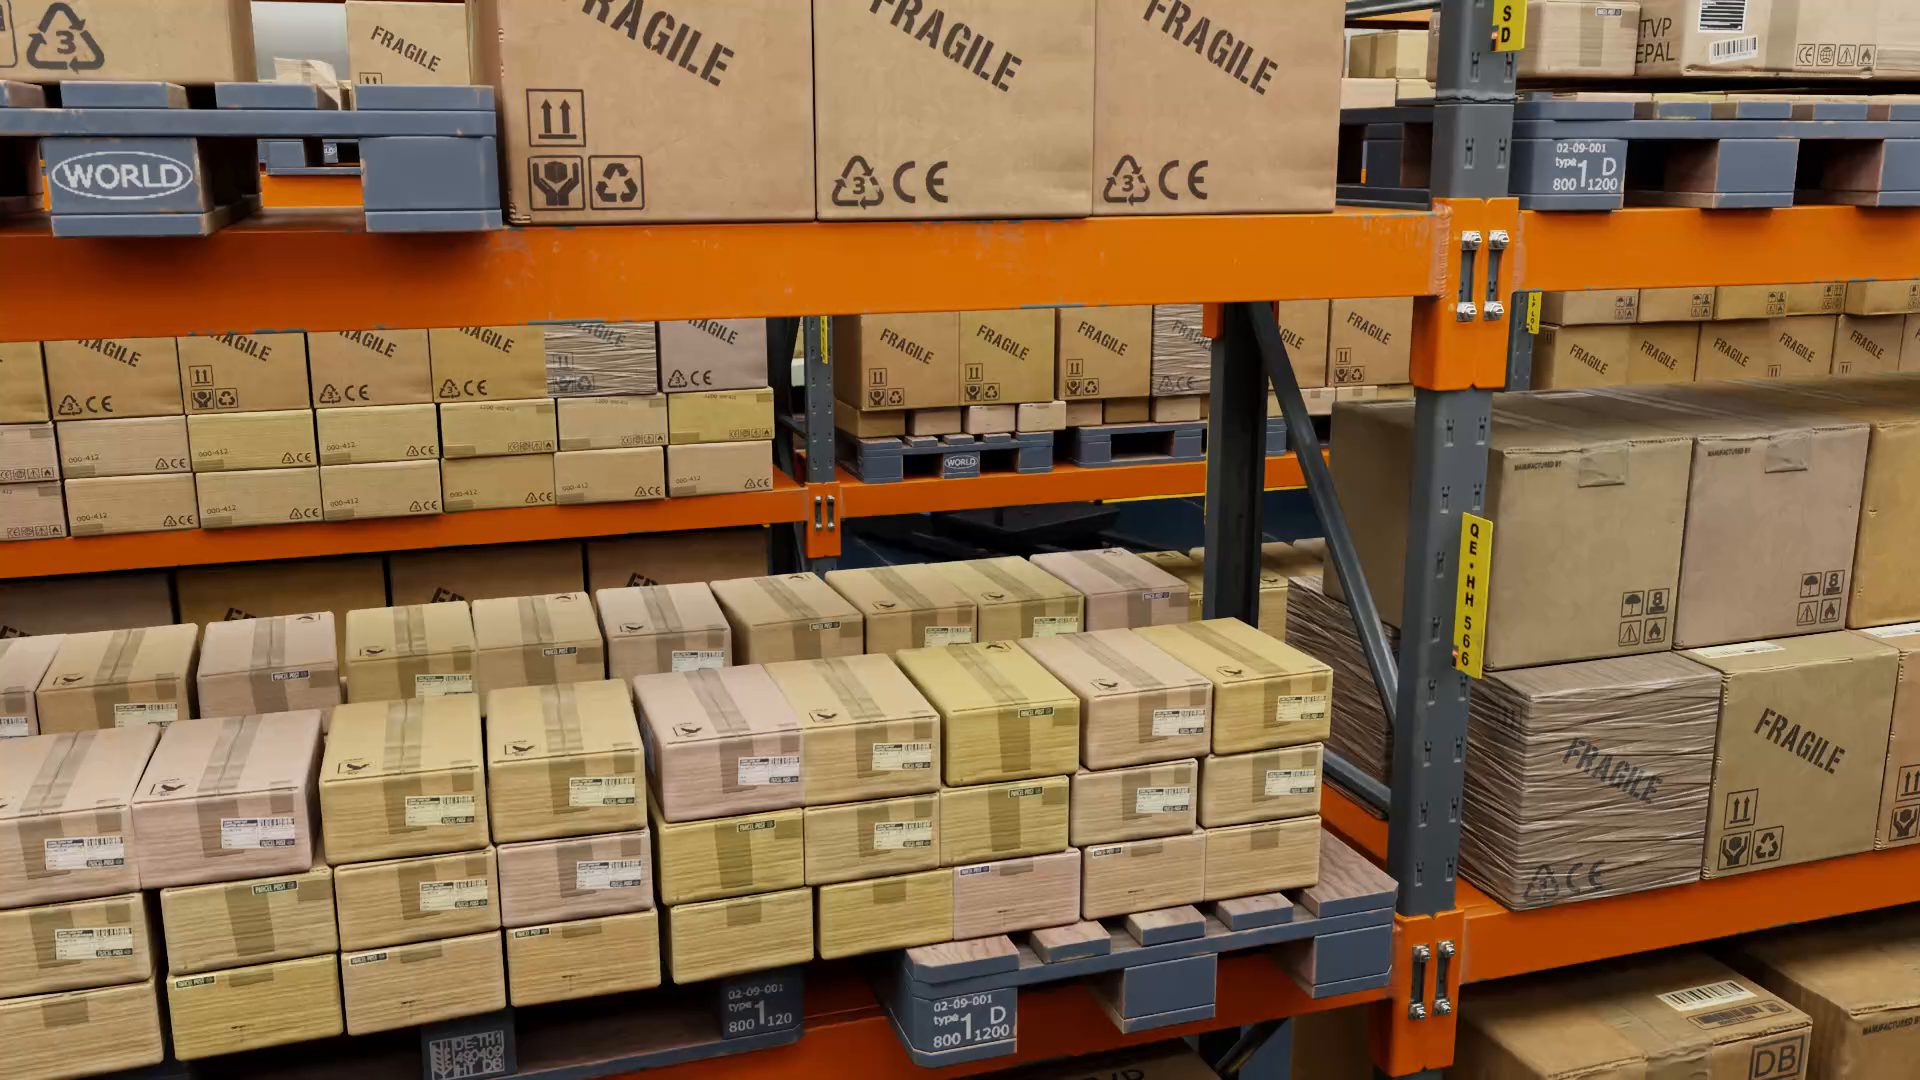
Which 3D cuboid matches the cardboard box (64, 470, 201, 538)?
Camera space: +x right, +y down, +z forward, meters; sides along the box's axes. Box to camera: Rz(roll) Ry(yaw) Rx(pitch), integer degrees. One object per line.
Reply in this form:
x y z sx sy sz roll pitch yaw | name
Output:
-3.625 -0.204 7.343 0.500 0.250 0.500 -5 14 -19 | cardboard box

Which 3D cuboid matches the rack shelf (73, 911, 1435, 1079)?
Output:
-1.046 1.017 3.442 4.000 0.370 1.077 -4 14 -18 | rack shelf

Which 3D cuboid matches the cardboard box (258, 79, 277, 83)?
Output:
-4.837 -3.114 11.547 0.250 0.149 0.380 -4 14 -17 | cardboard box

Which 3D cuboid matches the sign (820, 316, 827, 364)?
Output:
-0.645 -1.001 7.867 0.005 0.325 0.100 -4 14 -18 | sign

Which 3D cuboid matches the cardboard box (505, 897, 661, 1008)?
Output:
-0.689 0.668 2.989 0.250 0.149 0.380 -4 14 -16 | cardboard box

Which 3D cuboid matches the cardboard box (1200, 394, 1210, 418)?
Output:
1.312 -0.769 9.029 0.250 0.149 0.380 -5 14 -20 | cardboard box

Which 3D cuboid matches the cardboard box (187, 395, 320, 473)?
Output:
-3.137 -0.481 7.426 0.500 0.250 0.500 -4 14 -17 | cardboard box

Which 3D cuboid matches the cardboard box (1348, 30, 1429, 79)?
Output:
2.457 -2.618 9.019 0.500 0.250 0.500 -4 14 -17 | cardboard box

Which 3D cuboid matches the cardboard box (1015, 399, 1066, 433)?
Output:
0.362 -0.664 8.587 0.250 0.149 0.380 -4 14 -18 | cardboard box

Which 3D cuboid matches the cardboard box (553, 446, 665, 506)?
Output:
-1.701 -0.351 7.960 0.500 0.250 0.500 -4 14 -17 | cardboard box

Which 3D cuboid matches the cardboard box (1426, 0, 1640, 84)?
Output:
1.217 -1.061 3.557 0.250 0.149 0.380 -5 14 -20 | cardboard box

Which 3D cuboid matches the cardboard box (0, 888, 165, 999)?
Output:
-1.431 0.581 2.712 0.250 0.149 0.380 -4 14 -16 | cardboard box

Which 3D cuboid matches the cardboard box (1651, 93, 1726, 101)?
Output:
3.956 -2.398 9.441 0.500 0.250 0.500 -5 14 -19 | cardboard box

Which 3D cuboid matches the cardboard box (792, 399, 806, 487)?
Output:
-1.200 -0.790 13.704 0.625 0.625 0.875 -4 14 -16 | cardboard box

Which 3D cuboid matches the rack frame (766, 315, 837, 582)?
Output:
-0.825 -0.559 8.512 0.127 3.000 1.000 -4 14 -18 | rack frame

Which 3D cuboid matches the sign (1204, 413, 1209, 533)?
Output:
0.669 -0.166 4.356 0.005 0.325 0.100 -4 14 -18 | sign

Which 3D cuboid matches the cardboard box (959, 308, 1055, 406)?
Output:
0.167 -0.979 8.512 0.500 0.500 0.500 -4 14 -15 | cardboard box

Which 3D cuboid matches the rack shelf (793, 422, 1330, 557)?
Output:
1.070 -0.357 9.216 4.000 0.370 1.077 -4 14 -18 | rack shelf

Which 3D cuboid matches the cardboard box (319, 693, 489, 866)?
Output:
-0.942 0.398 2.837 0.250 0.149 0.380 -4 14 -16 | cardboard box

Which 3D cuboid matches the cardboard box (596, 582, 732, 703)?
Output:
-0.645 0.216 3.601 0.250 0.149 0.380 -4 14 -15 | cardboard box

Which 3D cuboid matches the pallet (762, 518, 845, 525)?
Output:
-1.619 -0.343 13.629 1.213 0.211 1.003 -4 14 -18 | pallet

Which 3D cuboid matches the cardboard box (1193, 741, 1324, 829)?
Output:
0.526 0.429 3.352 0.250 0.149 0.380 -4 14 -17 | cardboard box

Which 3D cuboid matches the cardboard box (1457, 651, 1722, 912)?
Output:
1.361 0.496 3.858 0.500 0.500 0.500 -4 14 -17 | cardboard box

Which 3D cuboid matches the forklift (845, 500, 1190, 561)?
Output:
0.462 -1.299 11.771 1.130 2.935 3.031 -11 18 -40 | forklift

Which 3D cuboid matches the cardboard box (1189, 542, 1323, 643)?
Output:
1.789 0.313 9.617 0.625 0.372 0.950 -4 14 -15 | cardboard box

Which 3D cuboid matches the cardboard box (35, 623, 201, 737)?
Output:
-1.641 0.295 3.271 0.250 0.149 0.380 -5 14 -20 | cardboard box

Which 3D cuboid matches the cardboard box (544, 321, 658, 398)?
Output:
-1.715 -0.959 7.816 0.500 0.500 0.500 -4 14 -17 | cardboard box

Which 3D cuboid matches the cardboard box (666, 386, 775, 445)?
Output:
-1.203 -0.638 8.087 0.500 0.250 0.500 -5 14 -18 | cardboard box

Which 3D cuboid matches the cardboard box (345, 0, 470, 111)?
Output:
-2.403 -2.078 7.290 0.500 0.500 0.500 -4 14 -18 | cardboard box

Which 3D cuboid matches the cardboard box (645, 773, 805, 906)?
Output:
-0.449 0.505 3.031 0.250 0.149 0.380 -5 14 -18 | cardboard box

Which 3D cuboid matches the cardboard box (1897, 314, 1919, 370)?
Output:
5.854 -1.207 10.374 0.500 0.500 0.500 -4 14 -18 | cardboard box

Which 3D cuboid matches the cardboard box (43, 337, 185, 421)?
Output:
-3.634 -0.812 7.198 0.500 0.500 0.500 -5 14 -18 | cardboard box

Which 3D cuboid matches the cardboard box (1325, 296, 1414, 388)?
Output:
2.132 -1.131 9.148 0.500 0.500 0.500 -4 14 -18 | cardboard box

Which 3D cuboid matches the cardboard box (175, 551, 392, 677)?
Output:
-3.201 0.434 8.021 0.875 0.875 0.875 -4 14 -16 | cardboard box

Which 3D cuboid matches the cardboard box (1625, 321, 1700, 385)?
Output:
3.940 -1.061 9.764 0.500 0.500 0.500 -5 14 -18 | cardboard box

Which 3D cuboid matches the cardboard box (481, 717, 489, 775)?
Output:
-0.893 0.379 3.559 0.250 0.149 0.380 -5 14 -19 | cardboard box

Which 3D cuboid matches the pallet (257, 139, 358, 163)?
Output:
-4.581 -2.830 11.983 1.003 0.211 1.213 -4 14 -18 | pallet

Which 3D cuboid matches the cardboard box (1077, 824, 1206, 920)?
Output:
0.292 0.592 3.307 0.250 0.149 0.380 -4 14 -18 | cardboard box

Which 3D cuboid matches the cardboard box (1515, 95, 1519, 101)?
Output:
3.300 -2.477 9.774 0.500 0.250 0.500 -5 14 -19 | cardboard box

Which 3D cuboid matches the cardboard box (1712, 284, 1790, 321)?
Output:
4.428 -1.583 9.797 0.500 0.500 0.700 -5 14 -19 | cardboard box

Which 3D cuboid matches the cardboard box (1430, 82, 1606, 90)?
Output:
1.347 -1.172 3.987 0.250 0.166 0.380 -4 14 -18 | cardboard box

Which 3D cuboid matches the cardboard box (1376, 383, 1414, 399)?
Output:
2.311 -0.822 9.254 0.250 0.149 0.380 -5 14 -20 | cardboard box

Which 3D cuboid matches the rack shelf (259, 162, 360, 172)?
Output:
-4.307 -2.609 12.203 4.000 0.370 1.077 -4 14 -18 | rack shelf

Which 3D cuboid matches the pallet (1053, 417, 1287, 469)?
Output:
1.038 -0.621 9.186 1.213 0.211 1.003 -4 14 -18 | pallet

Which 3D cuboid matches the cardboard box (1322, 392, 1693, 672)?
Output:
1.278 -0.047 3.982 0.500 0.500 0.700 -5 14 -18 | cardboard box

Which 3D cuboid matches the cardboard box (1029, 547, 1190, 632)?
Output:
0.345 0.139 3.924 0.250 0.149 0.380 -4 14 -18 | cardboard box

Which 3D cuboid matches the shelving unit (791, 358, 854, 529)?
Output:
-1.259 -0.826 12.850 0.755 1.500 0.431 -5 14 -20 | shelving unit

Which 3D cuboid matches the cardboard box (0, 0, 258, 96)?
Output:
-1.436 -0.985 2.688 0.637 0.503 0.797 -5 14 -19 | cardboard box

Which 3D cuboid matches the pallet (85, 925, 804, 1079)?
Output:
-1.014 0.767 3.349 1.213 0.211 1.003 -4 14 -18 | pallet

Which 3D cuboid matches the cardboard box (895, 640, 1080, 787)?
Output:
0.044 0.322 3.159 0.250 0.149 0.380 -4 14 -16 | cardboard box

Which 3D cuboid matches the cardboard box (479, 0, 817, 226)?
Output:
-0.556 -0.815 2.890 0.500 0.500 0.500 -4 14 -18 | cardboard box

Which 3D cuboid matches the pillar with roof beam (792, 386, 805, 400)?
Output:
-0.091 -3.916 9.659 0.400 9.000 9.100 -4 14 -18 | pillar with roof beam
